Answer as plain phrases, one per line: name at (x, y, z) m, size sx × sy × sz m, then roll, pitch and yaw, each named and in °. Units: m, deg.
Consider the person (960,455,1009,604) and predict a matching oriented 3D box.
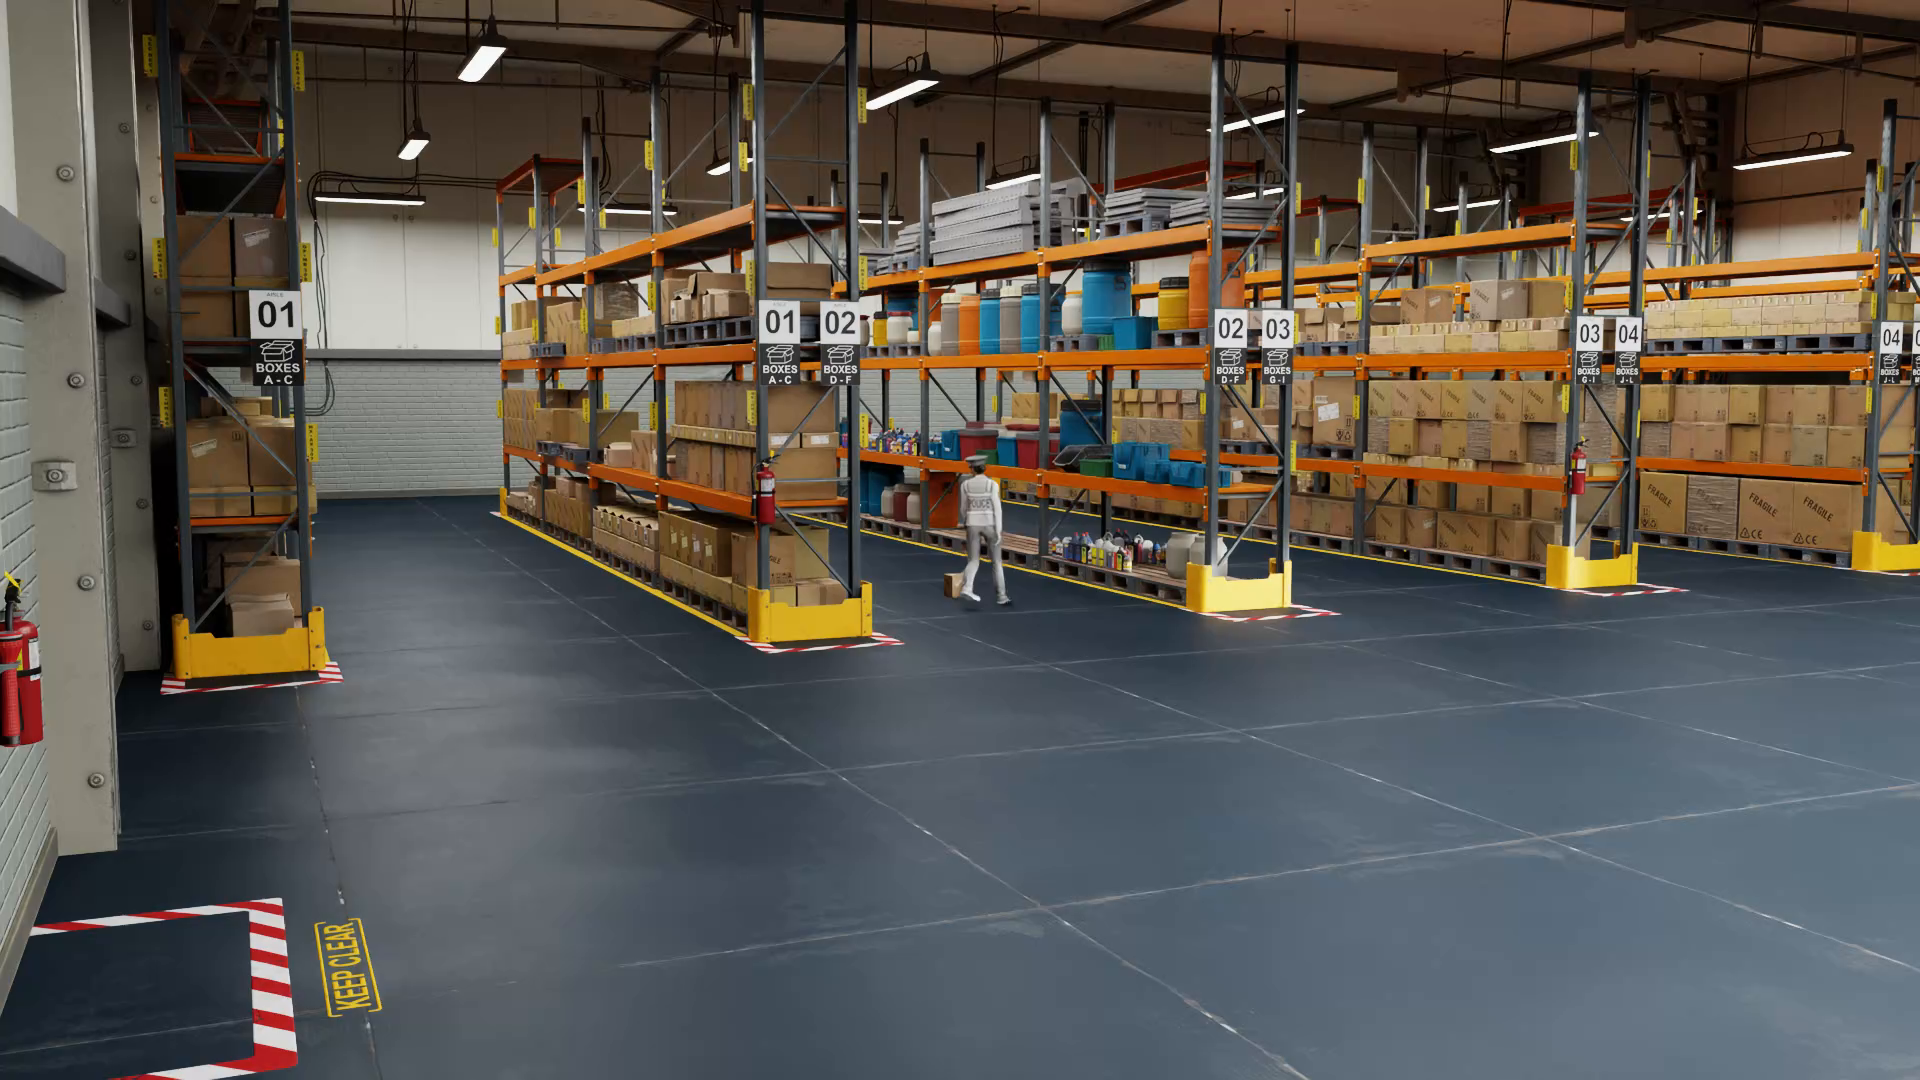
person at (0.236, -0.109, 18.095) m, size 0.497 × 1.640 × 0.712 m, roll 1°, pitch 6°, yaw 12°
